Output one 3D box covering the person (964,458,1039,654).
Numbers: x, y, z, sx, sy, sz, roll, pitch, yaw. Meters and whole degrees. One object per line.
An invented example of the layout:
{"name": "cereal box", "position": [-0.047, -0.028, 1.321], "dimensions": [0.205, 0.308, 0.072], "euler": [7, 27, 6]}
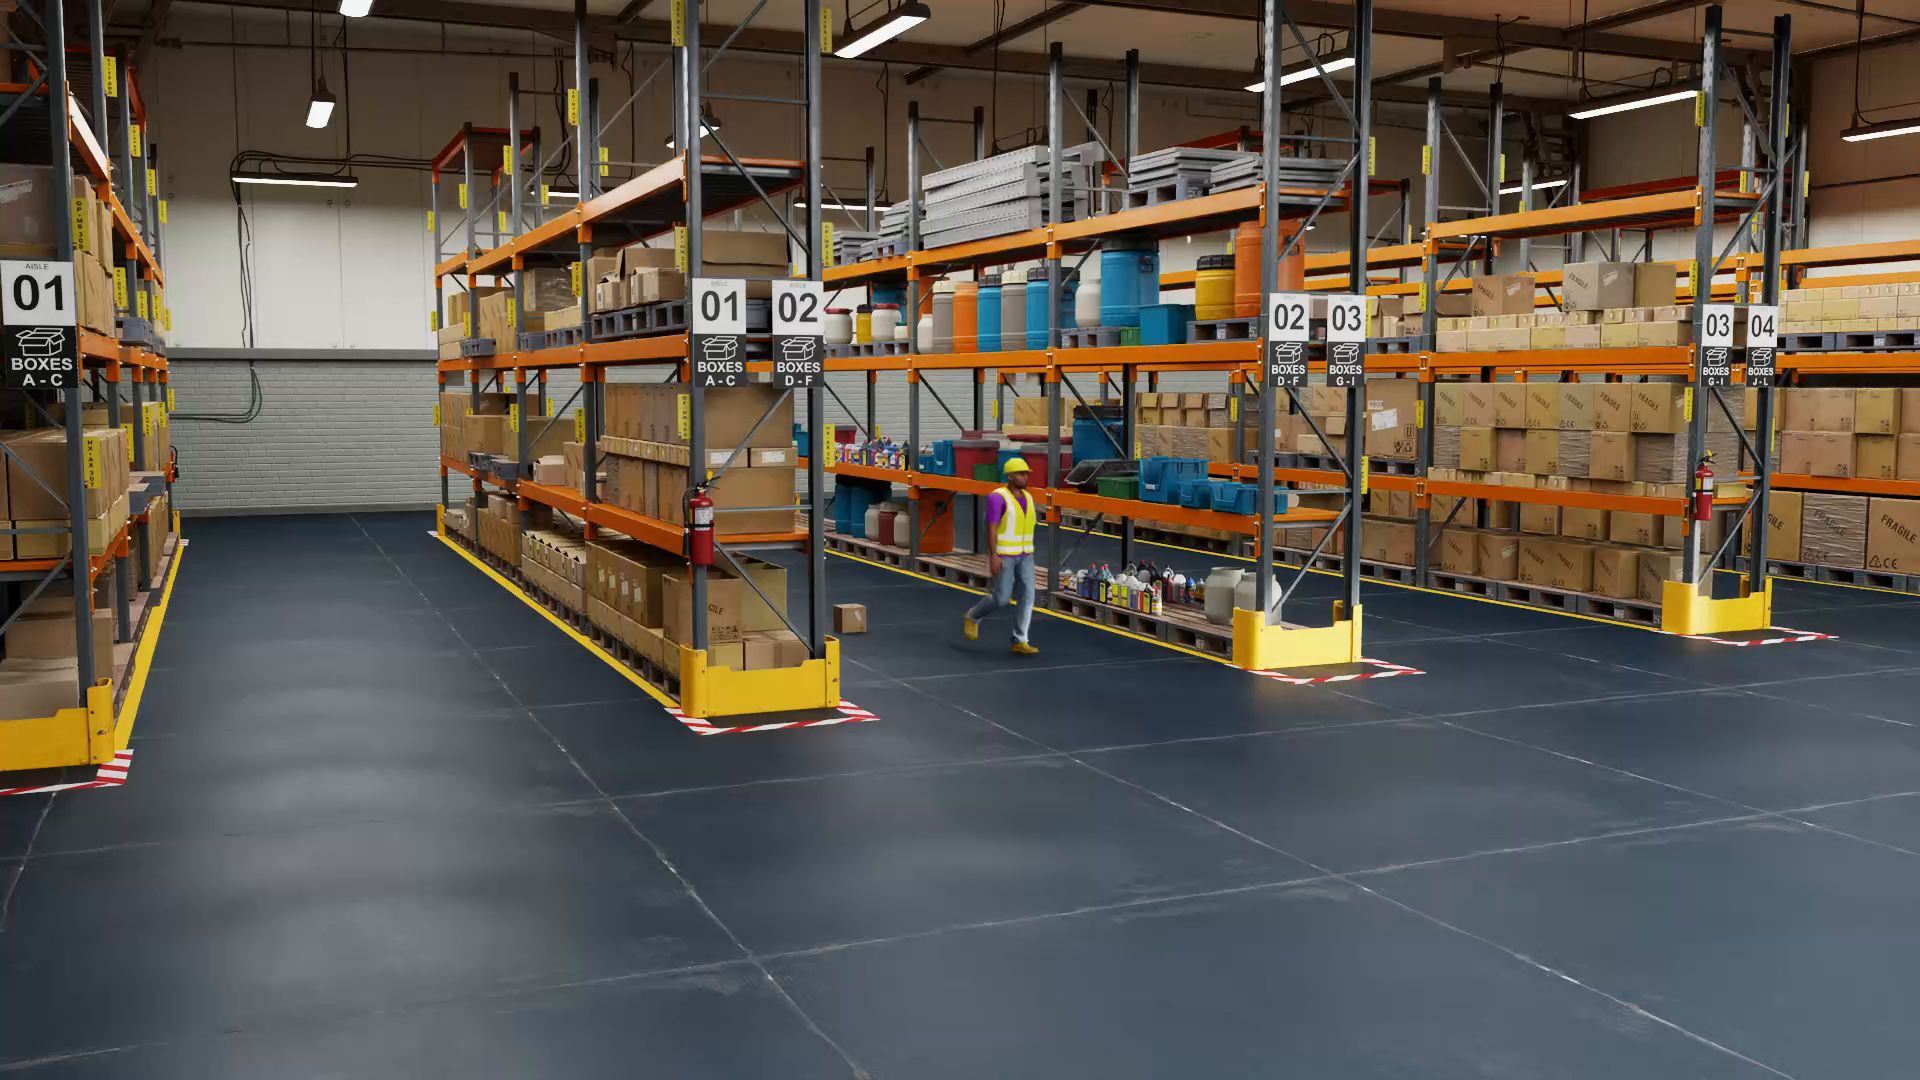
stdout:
{"name": "person", "position": [0.426, 0.132, 15.036], "dimensions": [0.600, 1.750, 0.774], "euler": [-5, 7, -41]}
